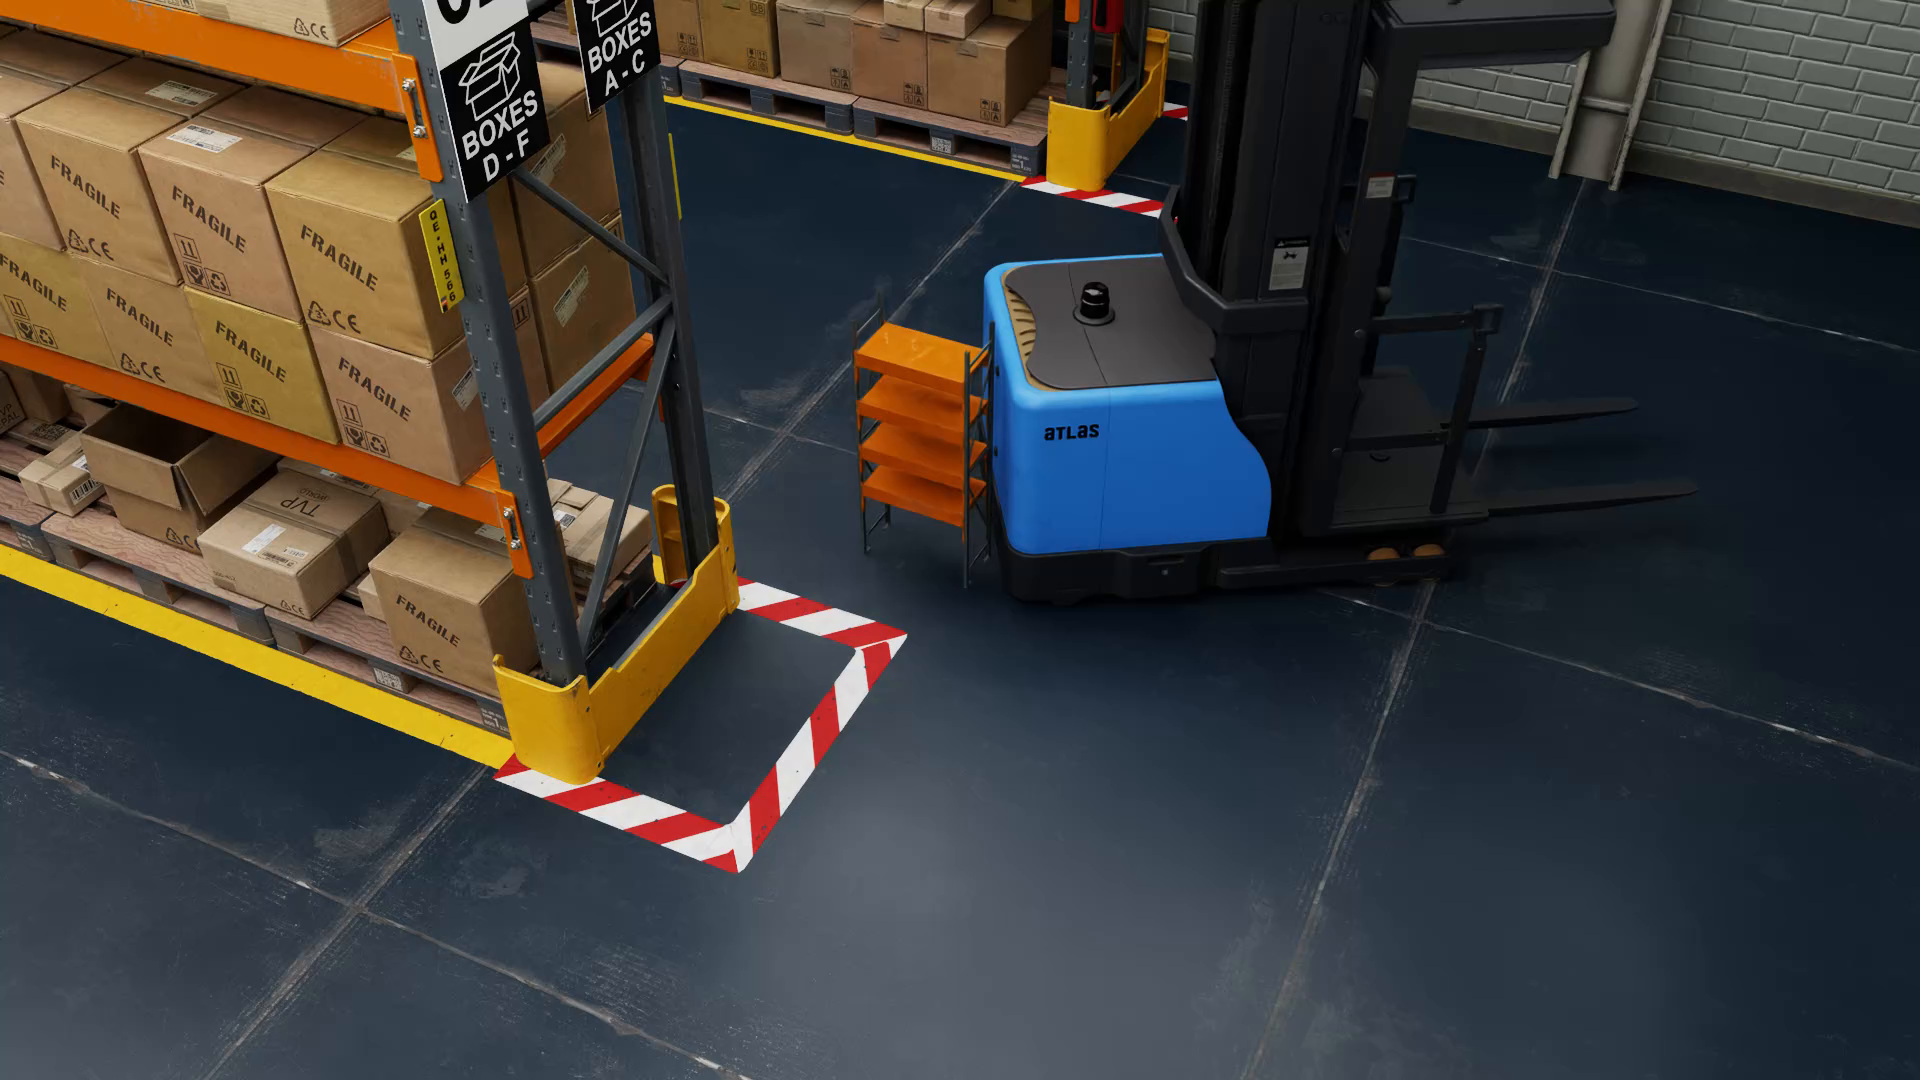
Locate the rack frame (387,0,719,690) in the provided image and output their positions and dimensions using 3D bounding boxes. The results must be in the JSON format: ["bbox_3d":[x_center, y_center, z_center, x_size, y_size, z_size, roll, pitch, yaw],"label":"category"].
[{"bbox_3d":[-1.232,-0.579,5.628,0.127,3.000,1.000,17,44,19],"label":"rack frame"}]

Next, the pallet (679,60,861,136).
[{"bbox_3d":[-1.000,-2.980,10.527,1.213,0.211,1.003,17,44,19],"label":"pallet"}]

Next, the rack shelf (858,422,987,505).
[{"bbox_3d":[-0.144,-0.337,6.826,0.480,0.148,0.258,18,44,19],"label":"rack shelf"}]

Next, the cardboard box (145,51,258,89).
[{"bbox_3d":[-2.451,-1.556,5.915,0.500,0.500,0.500,18,44,19],"label":"cardboard box"}]

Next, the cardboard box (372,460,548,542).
[{"bbox_3d":[-2.058,-0.164,6.912,0.500,0.250,0.500,17,44,19],"label":"cardboard box"}]

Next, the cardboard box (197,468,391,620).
[{"bbox_3d":[-2.677,0.008,6.713,0.500,0.250,0.500,17,44,19],"label":"cardboard box"}]

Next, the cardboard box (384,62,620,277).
[{"bbox_3d":[-1.523,-1.274,5.590,0.500,0.500,0.500,18,44,20],"label":"cardboard box"}]

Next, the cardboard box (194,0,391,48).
[{"bbox_3d":[-1.809,-1.642,4.678,0.500,0.250,0.500,17,44,19],"label":"cardboard box"}]

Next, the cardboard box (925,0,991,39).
[{"bbox_3d":[-0.011,-3.041,9.561,0.250,0.149,0.380,16,44,18],"label":"cardboard box"}]

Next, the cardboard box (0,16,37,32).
[{"bbox_3d":[-3.367,-1.836,6.238,0.500,0.500,0.500,17,44,19],"label":"cardboard box"}]

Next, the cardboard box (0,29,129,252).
[{"bbox_3d":[-3.147,-1.377,5.709,0.500,0.500,0.500,18,44,20],"label":"cardboard box"}]

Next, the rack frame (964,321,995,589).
[{"bbox_3d":[0.075,-0.318,6.701,0.015,1.200,0.240,18,44,19],"label":"rack frame"}]

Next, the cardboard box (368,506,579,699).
[{"bbox_3d":[-1.829,0.195,6.308,0.500,0.500,0.500,17,44,19],"label":"cardboard box"}]

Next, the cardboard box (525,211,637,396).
[{"bbox_3d":[-1.523,-0.896,5.917,0.500,0.500,0.500,18,44,20],"label":"cardboard box"}]

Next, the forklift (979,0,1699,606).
[{"bbox_3d":[1.641,-1.253,6.458,3.031,2.935,1.130,-4,41,-5],"label":"forklift"}]

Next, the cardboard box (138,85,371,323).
[{"bbox_3d":[-2.210,-1.094,5.382,0.500,0.500,0.500,18,44,20],"label":"cardboard box"}]

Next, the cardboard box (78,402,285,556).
[{"bbox_3d":[-3.152,-0.392,6.983,0.637,0.503,0.797,17,44,19],"label":"cardboard box"}]

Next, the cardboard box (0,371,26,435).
[{"bbox_3d":[-4.568,-0.592,7.360,0.500,0.311,0.500,17,44,19],"label":"cardboard box"}]

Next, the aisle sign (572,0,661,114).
[{"bbox_3d":[-1.046,-1.717,4.956,0.004,0.787,0.394,17,44,19],"label":"aisle sign"}]

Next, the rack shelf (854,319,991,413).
[{"bbox_3d":[-0.144,-0.685,6.524,0.480,0.148,0.258,18,44,19],"label":"rack shelf"}]

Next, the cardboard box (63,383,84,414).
[{"bbox_3d":[-3.855,-0.718,7.629,0.250,0.149,0.380,17,44,19],"label":"cardboard box"}]

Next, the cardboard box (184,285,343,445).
[{"bbox_3d":[-2.225,-0.721,5.715,0.500,0.500,0.500,17,44,19],"label":"cardboard box"}]

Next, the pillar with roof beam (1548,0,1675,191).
[{"bbox_3d":[1.851,-2.998,3.838,0.400,9.000,9.100,17,44,19],"label":"pillar with roof beam"}]

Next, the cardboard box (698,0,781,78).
[{"bbox_3d":[-1.213,-3.290,10.343,0.500,0.500,0.700,18,44,20],"label":"cardboard box"}]

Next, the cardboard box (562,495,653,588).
[{"bbox_3d":[-1.466,0.012,6.787,0.250,0.149,0.380,17,44,19],"label":"cardboard box"}]

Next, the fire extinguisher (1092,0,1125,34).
[{"bbox_3d":[0.801,-3.035,8.805,0.183,0.674,0.296,17,44,19],"label":"fire extinguisher"}]

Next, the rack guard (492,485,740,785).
[{"bbox_3d":[-1.301,0.344,6.471,0.348,0.500,1.175,17,44,19],"label":"rack guard"}]

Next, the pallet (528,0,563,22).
[{"bbox_3d":[-3.497,-3.743,11.408,1.213,0.211,1.003,17,44,19],"label":"pallet"}]

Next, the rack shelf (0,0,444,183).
[{"bbox_3d":[-3.044,-1.995,5.520,4.000,0.370,1.077,17,44,19],"label":"rack shelf"}]

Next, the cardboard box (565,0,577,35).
[{"bbox_3d":[-2.131,-3.574,10.671,0.500,0.500,0.700,18,44,19],"label":"cardboard box"}]

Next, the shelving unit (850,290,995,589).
[{"bbox_3d":[-0.144,-0.388,6.782,0.503,1.200,0.258,18,44,19],"label":"shelving unit"}]

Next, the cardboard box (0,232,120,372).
[{"bbox_3d":[-3.131,-1.002,6.039,0.500,0.500,0.500,16,44,18],"label":"cardboard box"}]

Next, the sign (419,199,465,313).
[{"bbox_3d":[-1.485,-0.812,4.771,0.005,0.325,0.100,17,44,19],"label":"sign"}]

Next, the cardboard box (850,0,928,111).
[{"bbox_3d":[-0.271,-3.007,10.017,0.500,0.500,0.700,17,44,19],"label":"cardboard box"}]

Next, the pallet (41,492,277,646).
[{"bbox_3d":[-3.125,-0.105,7.210,1.213,0.211,1.003,17,44,19],"label":"pallet"}]
